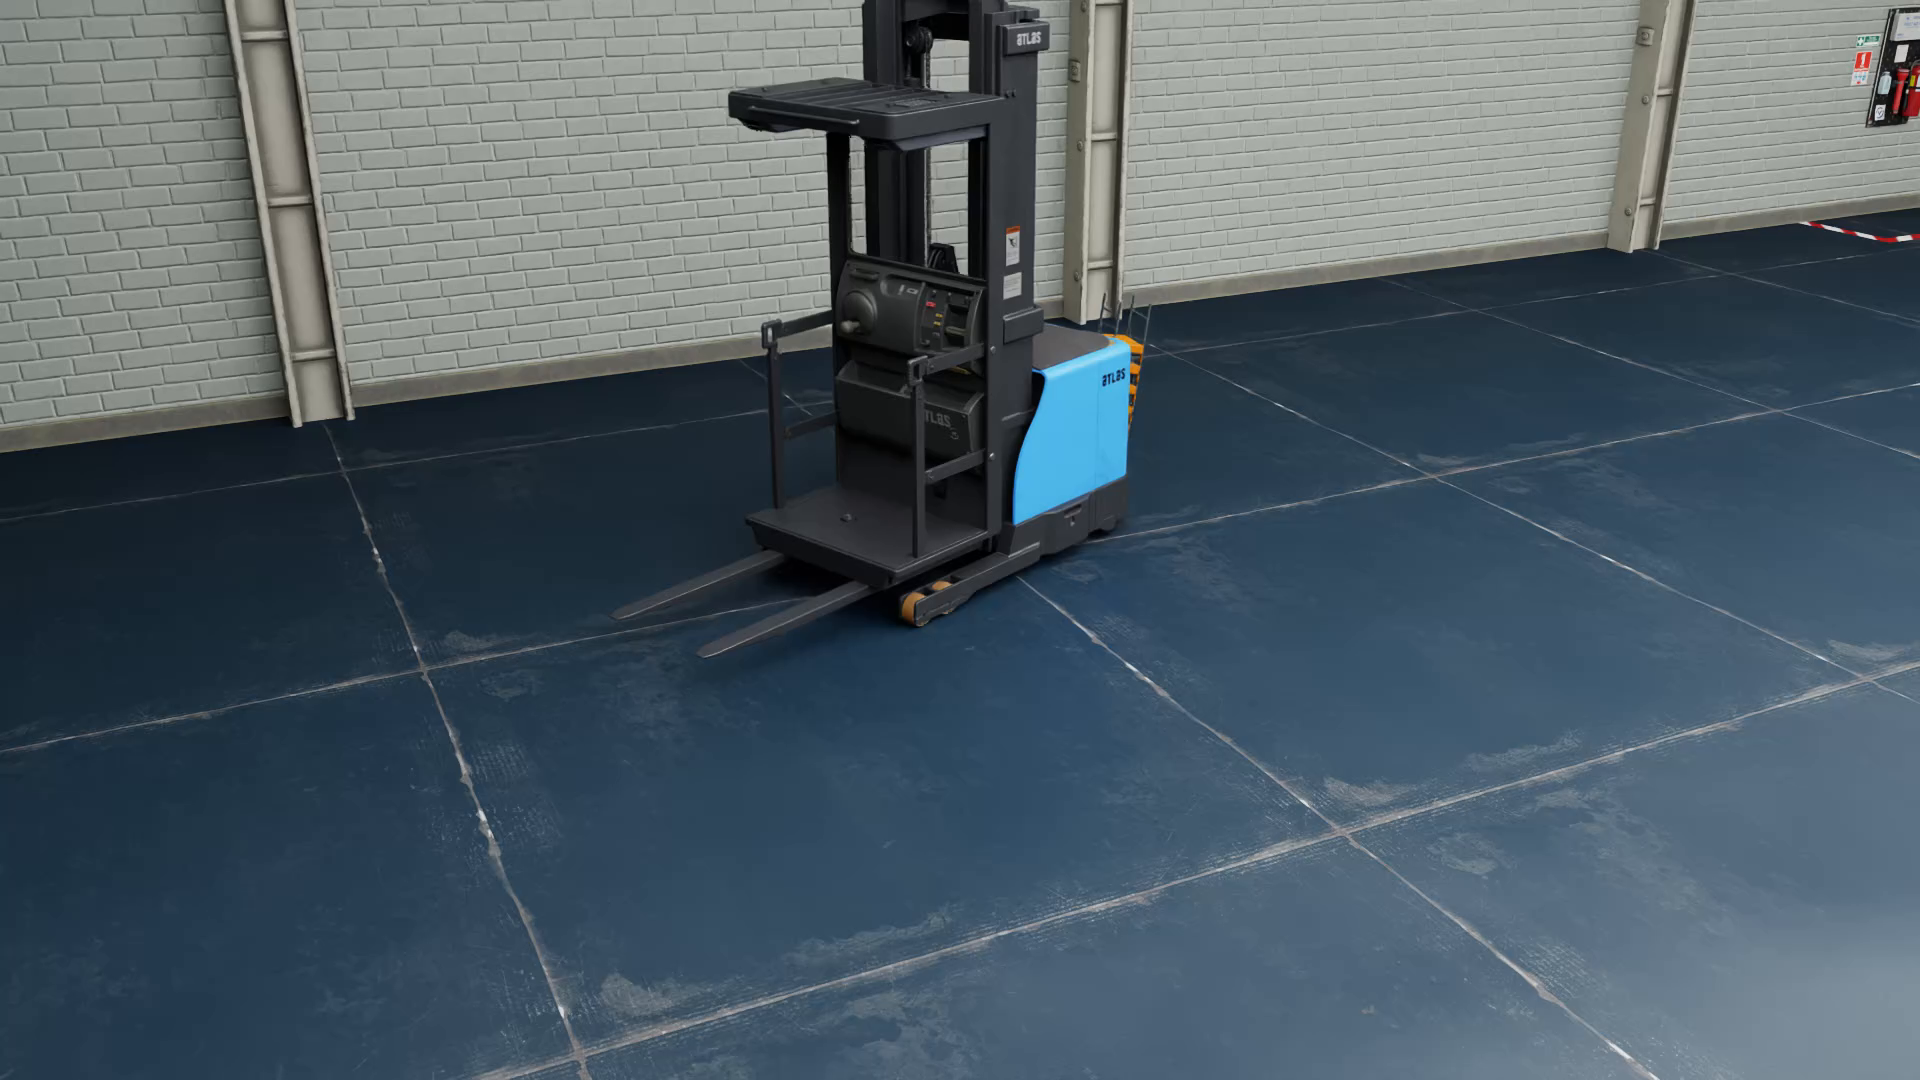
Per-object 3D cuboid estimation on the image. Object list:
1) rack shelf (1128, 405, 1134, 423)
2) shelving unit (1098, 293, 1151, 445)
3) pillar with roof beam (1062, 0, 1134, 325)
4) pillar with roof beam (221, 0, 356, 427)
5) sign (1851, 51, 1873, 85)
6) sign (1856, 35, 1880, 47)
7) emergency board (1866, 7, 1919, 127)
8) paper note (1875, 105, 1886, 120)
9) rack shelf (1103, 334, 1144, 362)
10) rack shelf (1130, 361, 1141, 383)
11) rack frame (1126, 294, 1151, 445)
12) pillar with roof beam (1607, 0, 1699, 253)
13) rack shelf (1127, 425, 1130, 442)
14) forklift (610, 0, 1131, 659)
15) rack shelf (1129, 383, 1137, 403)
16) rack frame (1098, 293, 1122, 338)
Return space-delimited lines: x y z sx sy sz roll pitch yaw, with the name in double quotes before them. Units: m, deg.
"rack shelf" 0.865 -0.766 9.626 0.180 0.103 0.258 0 21 -21
"shelving unit" 0.871 -0.807 9.611 0.189 1.200 0.258 0 21 -21
"pillar with roof beam" 2.951 -4.503 8.363 0.400 9.000 9.100 -10 25 -24
"pillar with roof beam" -2.455 -3.508 5.959 0.400 9.000 9.100 -10 25 -24
"sign" 9.111 -4.769 16.802 0.234 0.329 0.001 -10 25 -24
"sign" 9.119 -5.011 16.695 0.331 0.109 0.001 -10 25 -24
"emergency board" 9.654 -4.809 16.945 0.643 1.169 0.194 -10 25 -24
"paper note" 9.464 -4.396 17.100 0.142 0.148 0.016 -10 25 -24
"rack shelf" 0.911 -1.102 9.504 0.180 0.103 0.258 0 21 -21
"rack shelf" 0.896 -0.990 9.545 0.180 0.103 0.258 0 21 -21
"rack frame" 0.956 -0.807 9.643 0.006 1.200 0.240 0 21 -21
"pillar with roof beam" 8.358 -5.498 10.767 0.400 9.000 9.100 -10 25 -24
"rack shelf" 0.850 -0.654 9.666 0.180 0.103 0.258 0 21 -21
"forklift" -0.399 -1.143 8.179 1.130 2.935 3.031 18 29 37
"rack shelf" 0.880 -0.878 9.585 0.180 0.103 0.258 0 21 -21
"rack frame" 0.785 -0.808 9.579 0.006 1.200 0.240 0 21 -21
